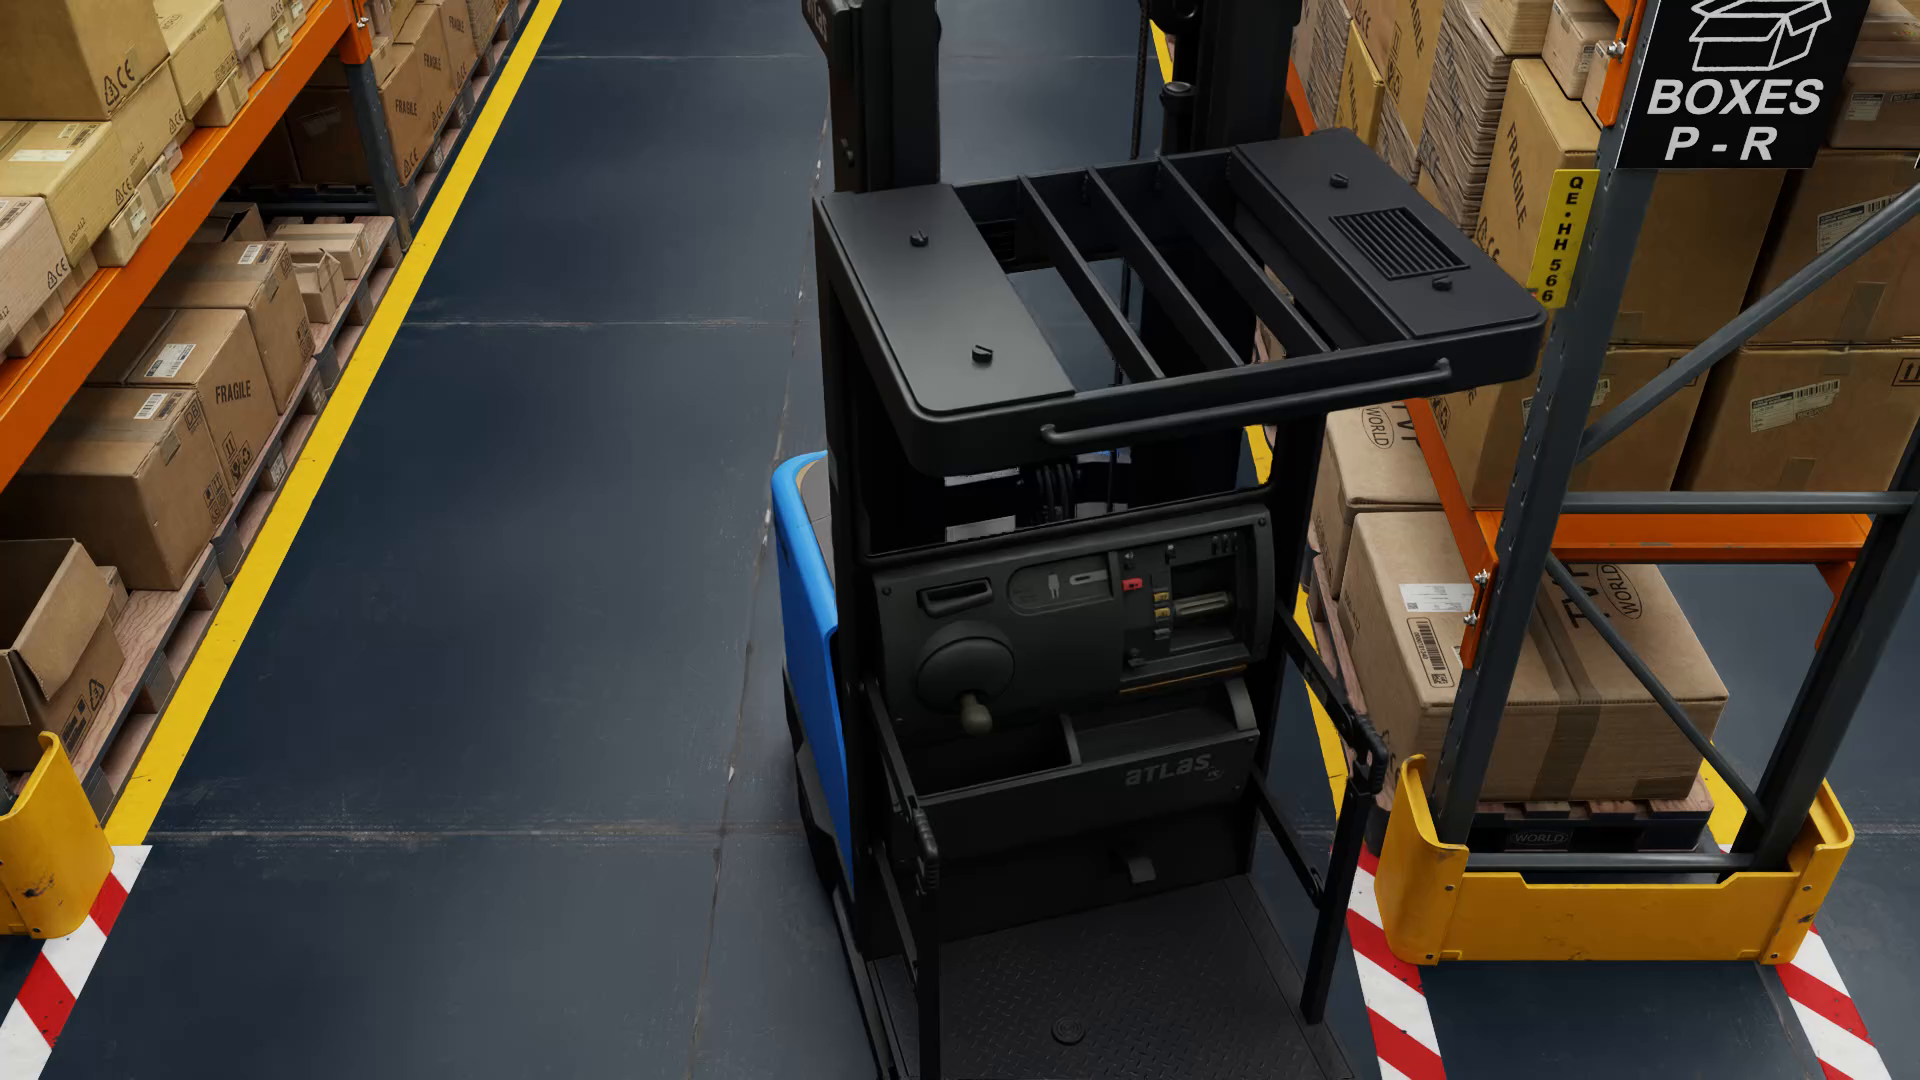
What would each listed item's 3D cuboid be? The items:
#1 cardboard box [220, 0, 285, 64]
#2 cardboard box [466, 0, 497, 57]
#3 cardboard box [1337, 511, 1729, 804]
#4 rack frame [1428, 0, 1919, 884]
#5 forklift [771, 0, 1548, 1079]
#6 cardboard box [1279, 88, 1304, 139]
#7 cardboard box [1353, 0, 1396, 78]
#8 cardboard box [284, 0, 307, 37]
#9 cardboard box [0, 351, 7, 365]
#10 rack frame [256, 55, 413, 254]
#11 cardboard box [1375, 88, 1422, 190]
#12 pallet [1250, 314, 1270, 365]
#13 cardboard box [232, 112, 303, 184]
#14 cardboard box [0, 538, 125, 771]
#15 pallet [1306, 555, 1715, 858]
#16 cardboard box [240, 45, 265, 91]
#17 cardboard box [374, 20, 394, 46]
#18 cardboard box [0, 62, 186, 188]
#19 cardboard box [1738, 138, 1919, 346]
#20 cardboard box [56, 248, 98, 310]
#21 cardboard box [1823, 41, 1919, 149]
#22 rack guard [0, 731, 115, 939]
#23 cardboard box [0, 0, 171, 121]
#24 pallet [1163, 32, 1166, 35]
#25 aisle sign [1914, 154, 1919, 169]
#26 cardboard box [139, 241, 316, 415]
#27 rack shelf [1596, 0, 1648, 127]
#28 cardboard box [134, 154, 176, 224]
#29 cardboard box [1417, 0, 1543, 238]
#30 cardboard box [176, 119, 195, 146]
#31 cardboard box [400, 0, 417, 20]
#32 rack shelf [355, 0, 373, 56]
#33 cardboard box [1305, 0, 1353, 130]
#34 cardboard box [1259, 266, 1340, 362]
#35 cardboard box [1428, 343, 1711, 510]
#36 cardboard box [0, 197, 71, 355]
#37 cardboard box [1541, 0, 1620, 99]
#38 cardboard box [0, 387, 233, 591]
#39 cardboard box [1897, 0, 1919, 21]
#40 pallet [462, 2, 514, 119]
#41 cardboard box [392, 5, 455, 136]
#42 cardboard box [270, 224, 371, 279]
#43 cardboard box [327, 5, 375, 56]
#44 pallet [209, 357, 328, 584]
[{"bbox_3d":[-2.889,-2.004,6.234,0.500,0.250,0.500,0,39,0],"label":"cardboard box"},{"bbox_3d":[-2.926,-3.039,9.306,0.500,0.500,0.500,-1,39,-2],"label":"cardboard box"},{"bbox_3d":[1.718,0.341,5.139,0.875,0.438,0.875,-1,39,-2],"label":"cardboard box"},{"bbox_3d":[1.819,-0.083,3.955,1.000,3.000,0.127,0,39,0],"label":"rack frame"},{"bbox_3d":[0.332,0.259,3.584,1.130,2.935,3.031,-10,40,-12],"label":"forklift"},{"bbox_3d":[1.734,-2.307,8.093,0.875,0.875,0.875,1,39,1],"label":"cardboard box"},{"bbox_3d":[1.555,-1.764,5.173,0.500,0.500,0.500,0,39,0],"label":"cardboard box"},{"bbox_3d":[-2.874,-2.118,6.695,0.380,0.149,0.250,1,39,1],"label":"cardboard box"},{"bbox_3d":[-2.952,-0.508,4.686,0.380,0.149,0.250,-1,39,-1],"label":"cardboard box"},{"bbox_3d":[-3.149,-2.578,7.069,1.000,3.000,0.127,0,39,0],"label":"rack frame"},{"bbox_3d":[1.558,-1.059,5.092,0.500,0.500,0.500,1,39,1],"label":"cardboard box"},{"bbox_3d":[1.737,-1.020,7.354,1.003,0.211,1.213,0,39,0],"label":"pallet"},{"bbox_3d":[-3.445,-2.073,8.102,0.500,0.500,0.500,0,39,0],"label":"cardboard box"},{"bbox_3d":[-3.050,0.351,5.074,0.797,0.503,0.637,-1,39,-2],"label":"cardboard box"},{"bbox_3d":[1.740,0.506,5.450,1.003,0.211,1.213,0,39,0],"label":"pallet"},{"bbox_3d":[-2.876,-1.792,6.288,0.380,0.149,0.250,1,39,1],"label":"cardboard box"},{"bbox_3d":[-2.961,-2.417,8.012,0.380,0.149,0.250,-1,39,-1],"label":"cardboard box"},{"bbox_3d":[-2.902,-1.370,5.443,0.500,0.250,0.500,-1,39,-1],"label":"cardboard box"},{"bbox_3d":[2.103,-0.812,3.985,0.500,0.500,0.500,-1,39,-1],"label":"cardboard box"},{"bbox_3d":[-2.897,-0.832,5.090,0.380,0.149,0.250,1,39,1],"label":"cardboard box"},{"bbox_3d":[2.096,-0.987,3.685,0.380,0.149,0.250,1,39,1],"label":"cardboard box"},{"bbox_3d":[-3.145,0.851,4.788,1.175,0.500,0.348,0,39,0],"label":"rack guard"},{"bbox_3d":[-2.878,-1.649,5.191,0.500,0.500,0.500,1,39,1],"label":"cardboard box"},{"bbox_3d":[1.736,-3.504,10.454,1.003,0.211,1.213,0,39,0],"label":"pallet"},{"bbox_3d":[2.109,-1.052,3.086,0.394,0.787,0.004,0,39,0],"label":"aisle sign"},{"bbox_3d":[-3.014,-0.832,6.552,0.700,0.500,0.500,-1,39,-2],"label":"cardboard box"},{"bbox_3d":[1.817,-2.223,4.802,1.077,0.370,4.000,0,39,0],"label":"rack shelf"},{"bbox_3d":[-2.843,-1.155,5.493,0.380,0.149,0.250,1,39,1],"label":"cardboard box"},{"bbox_3d":[1.551,-1.140,4.394,0.500,0.500,0.500,0,39,0],"label":"cardboard box"},{"bbox_3d":[-2.960,-1.470,5.887,0.380,0.149,0.250,0,39,1],"label":"cardboard box"},{"bbox_3d":[-2.987,-2.749,8.426,0.380,0.149,0.250,-1,39,-1],"label":"cardboard box"},{"bbox_3d":[-3.151,-3.548,8.854,1.077,0.370,4.000,0,39,0],"label":"rack shelf"},{"bbox_3d":[1.544,-1.704,5.897,0.500,0.500,0.500,0,39,0],"label":"cardboard box"},{"bbox_3d":[1.710,-0.796,6.557,0.875,0.438,0.875,-1,39,-1],"label":"cardboard box"},{"bbox_3d":[1.554,-0.423,4.299,0.500,0.500,0.500,0,39,0],"label":"cardboard box"},{"bbox_3d":[-2.876,-0.734,4.649,0.500,0.250,0.500,0,39,0],"label":"cardboard box"},{"bbox_3d":[1.594,-1.148,3.886,0.380,0.149,0.250,1,39,1],"label":"cardboard box"},{"bbox_3d":[-3.012,-0.182,5.742,0.700,0.500,0.500,1,39,2],"label":"cardboard box"},{"bbox_3d":[2.139,-1.314,4.092,0.380,0.149,0.250,1,39,1],"label":"cardboard box"},{"bbox_3d":[-3.192,-2.763,9.530,1.003,0.211,1.213,0,39,0],"label":"pallet"},{"bbox_3d":[-2.935,-2.402,8.512,0.500,0.500,0.500,-1,39,-1],"label":"cardboard box"},{"bbox_3d":[-2.855,-1.281,7.394,0.380,0.149,0.250,-1,39,-1],"label":"cardboard box"},{"bbox_3d":[-2.944,-2.360,7.703,0.380,0.149,0.250,-1,39,-1],"label":"cardboard box"},{"bbox_3d":[-3.145,-0.296,6.450,1.003,0.211,1.213,0,39,0],"label":"pallet"}]
